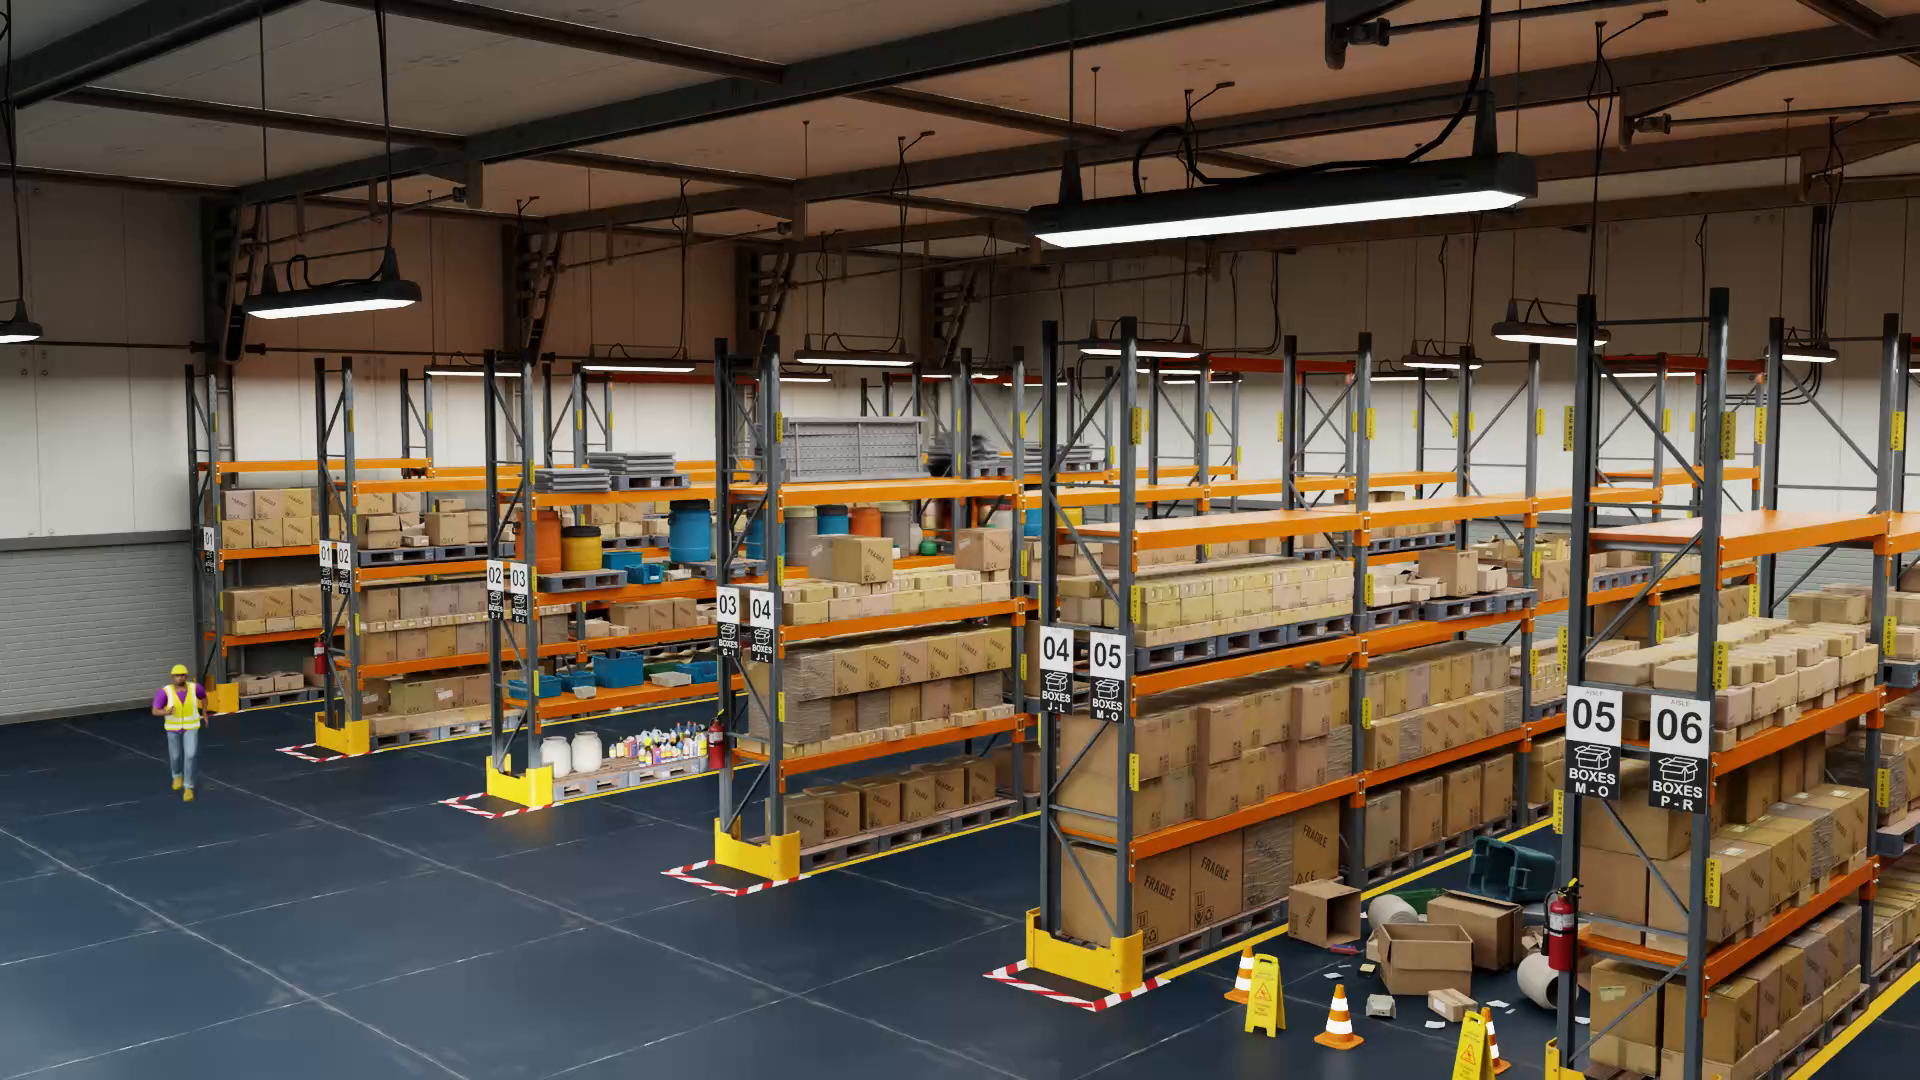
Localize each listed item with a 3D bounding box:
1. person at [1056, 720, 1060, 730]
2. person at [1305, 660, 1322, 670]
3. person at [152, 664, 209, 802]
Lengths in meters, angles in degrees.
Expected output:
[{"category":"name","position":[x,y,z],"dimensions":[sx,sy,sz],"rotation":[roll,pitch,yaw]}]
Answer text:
[{"category":"person","position":[1.760,2.189,26.940],"dimensions":[0.635,1.784,0.753],"rotation":[2,5,27]},{"category":"person","position":[5.288,2.517,24.374],"dimensions":[0.726,1.622,0.611],"rotation":[-4,6,-44]},{"category":"person","position":[-10.444,2.546,22.299],"dimensions":[0.688,1.781,0.950],"rotation":[-2,5,-27]}]
